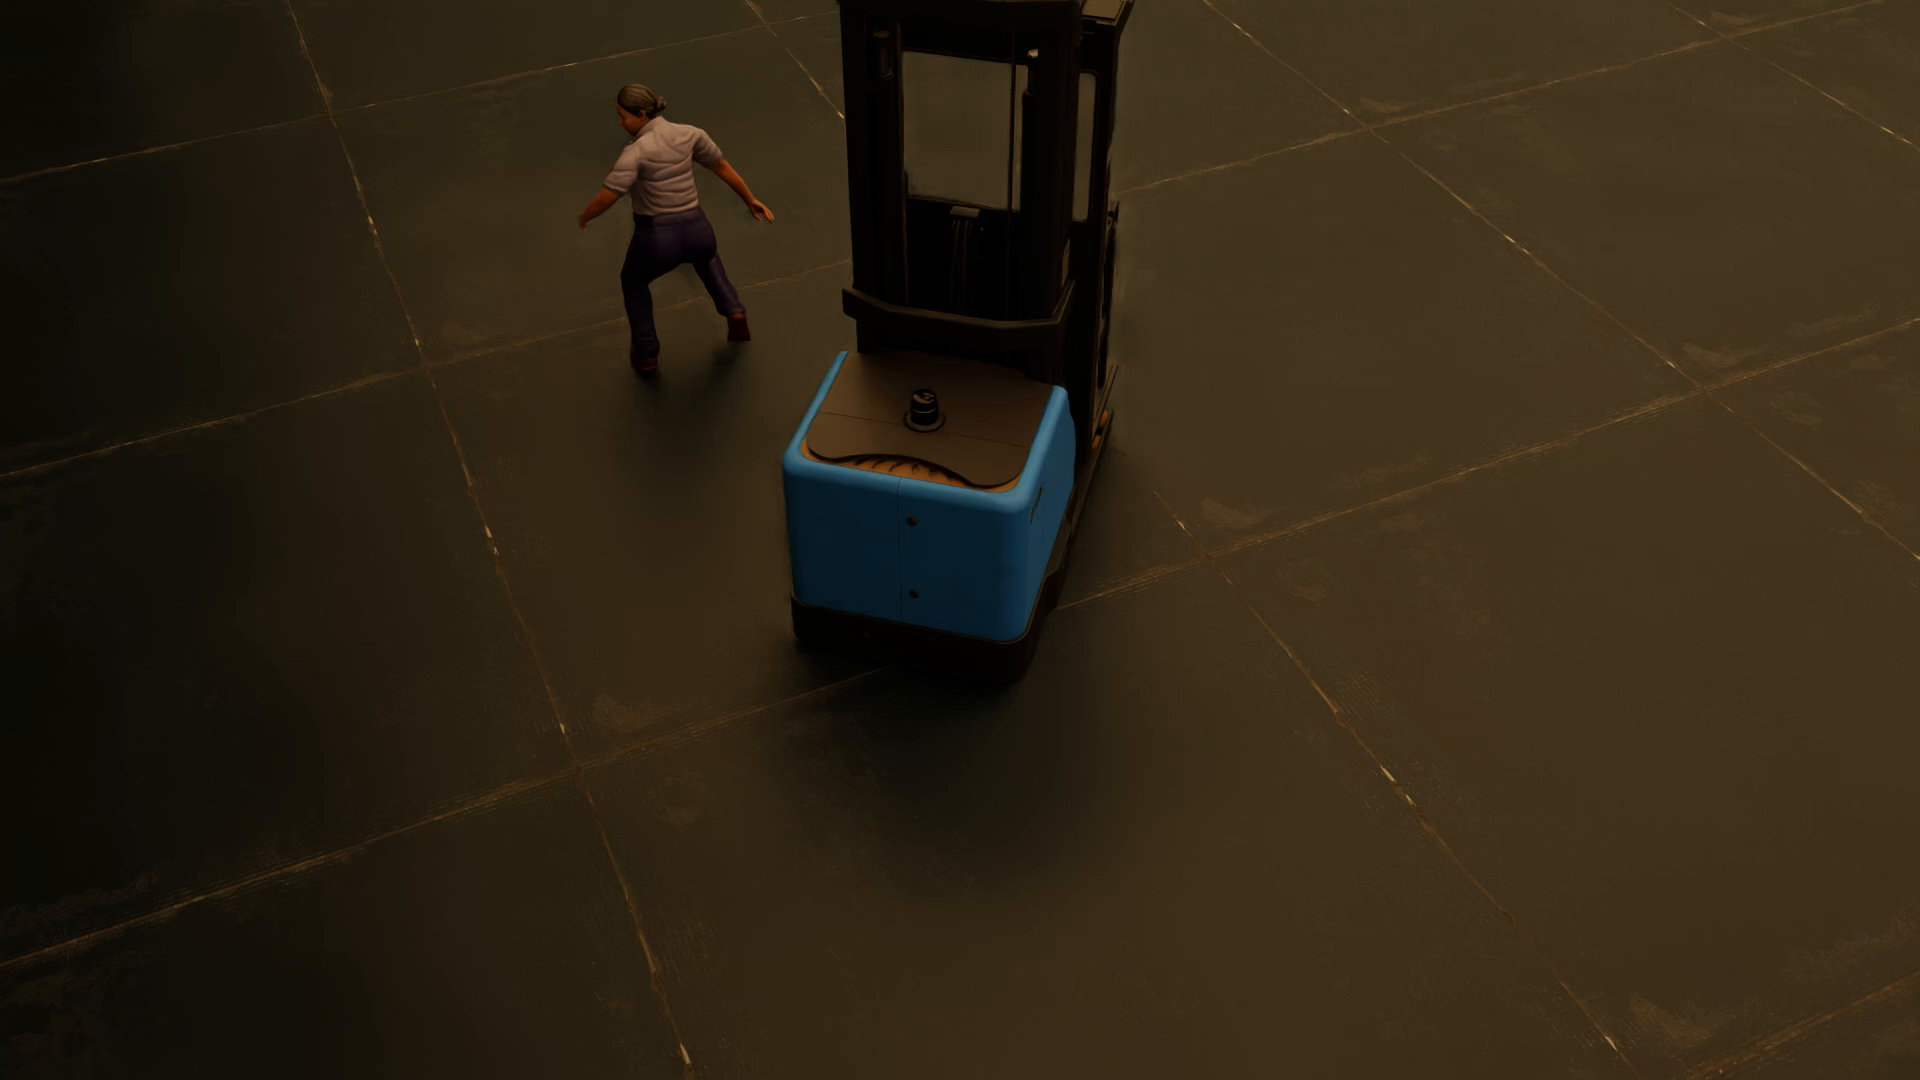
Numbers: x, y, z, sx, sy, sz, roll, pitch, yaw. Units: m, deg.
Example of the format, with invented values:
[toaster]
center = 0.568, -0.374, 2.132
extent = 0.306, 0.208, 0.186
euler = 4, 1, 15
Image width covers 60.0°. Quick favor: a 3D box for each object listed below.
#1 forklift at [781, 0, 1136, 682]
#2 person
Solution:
[forklift]
center = 0.142, -1.487, 7.273
extent = 1.130, 2.935, 3.031
euler = 10, 44, 11
[person]
center = -1.434, -1.585, 8.501
extent = 0.922, 1.534, 0.483
euler = -24, 48, -24
